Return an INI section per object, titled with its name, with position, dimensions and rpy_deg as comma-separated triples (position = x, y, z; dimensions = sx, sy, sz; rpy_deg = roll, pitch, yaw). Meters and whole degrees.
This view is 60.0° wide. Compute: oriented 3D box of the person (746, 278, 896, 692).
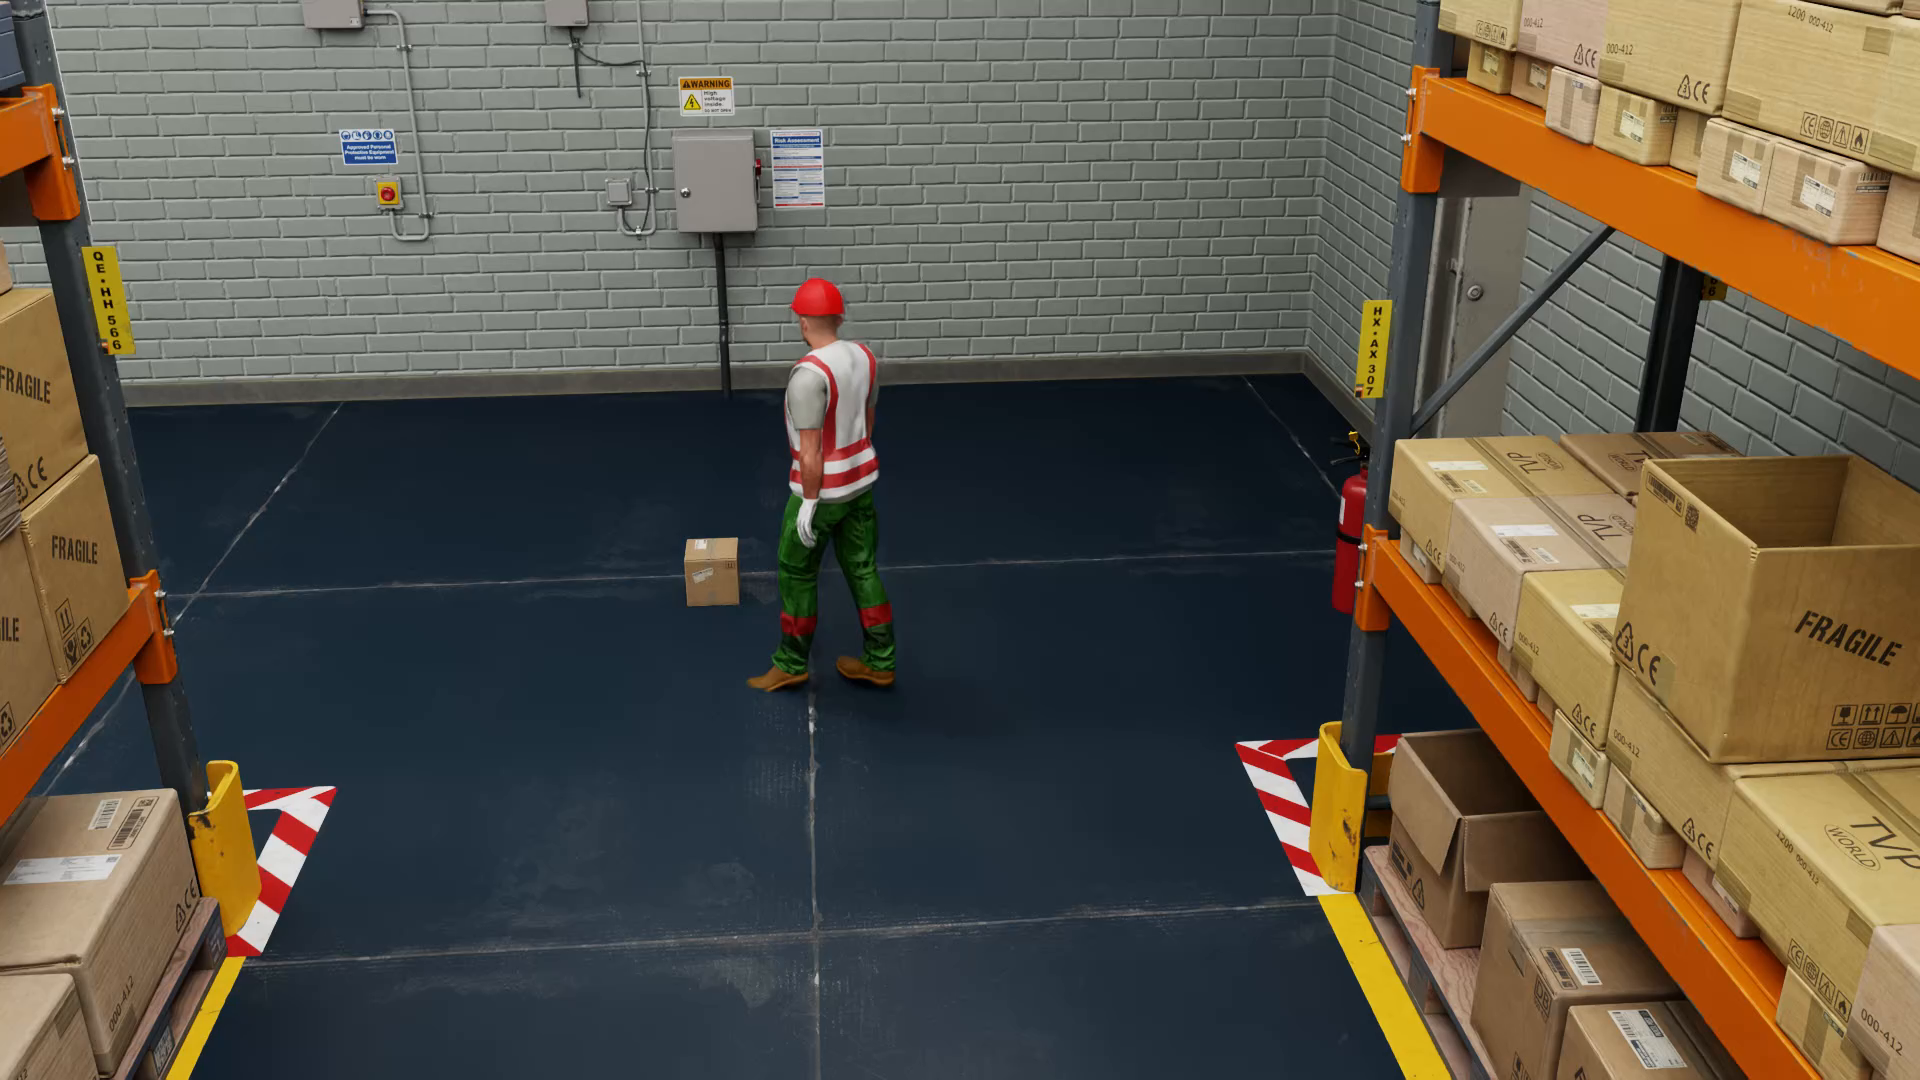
[person]
position = -0.562, -0.194, 7.041
dimensions = 0.594, 1.825, 0.577
rpy_deg = 16, 28, 33
